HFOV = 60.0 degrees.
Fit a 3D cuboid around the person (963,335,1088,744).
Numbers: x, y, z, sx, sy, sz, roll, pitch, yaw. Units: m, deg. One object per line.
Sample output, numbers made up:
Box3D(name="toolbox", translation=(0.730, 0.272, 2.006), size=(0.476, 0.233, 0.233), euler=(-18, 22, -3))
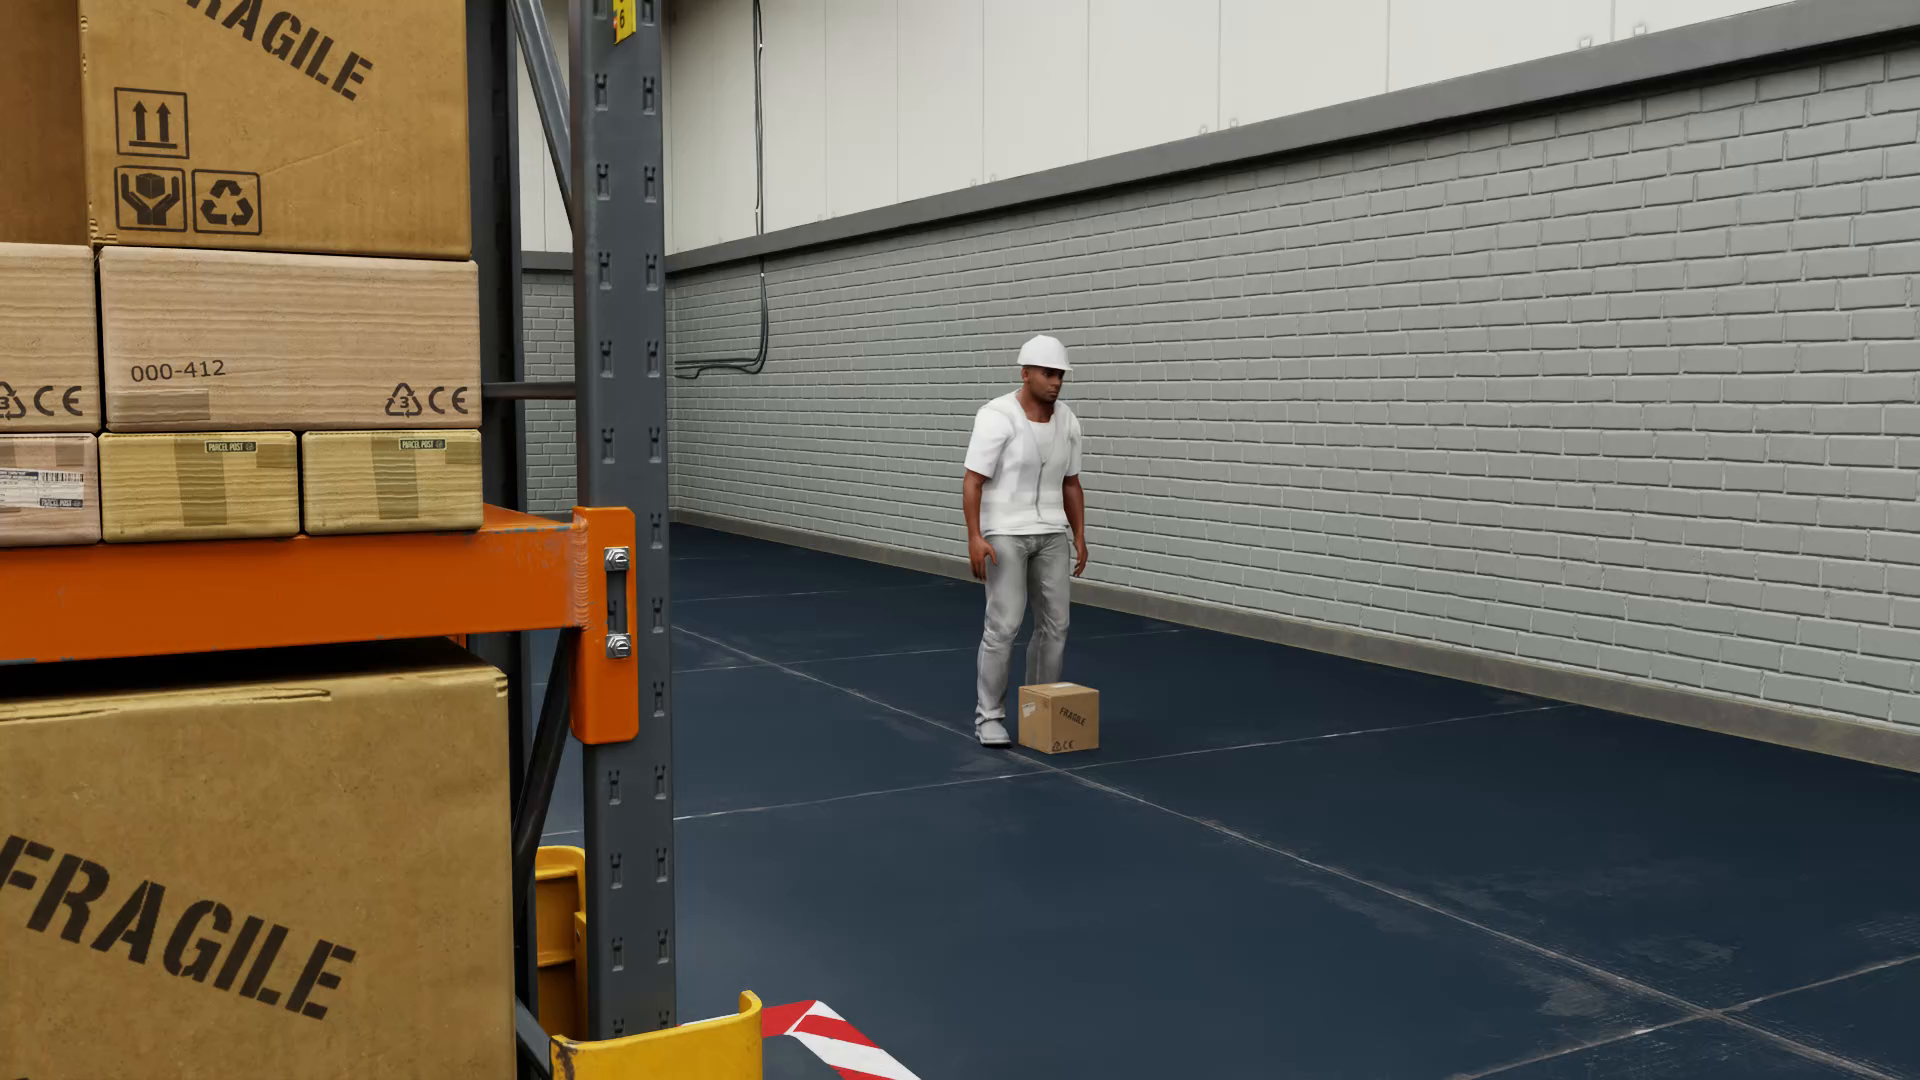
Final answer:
Box3D(name="person", translation=(0.303, -0.008, 7.250), size=(0.626, 1.759, 0.463), euler=(-3, 6, -31))
